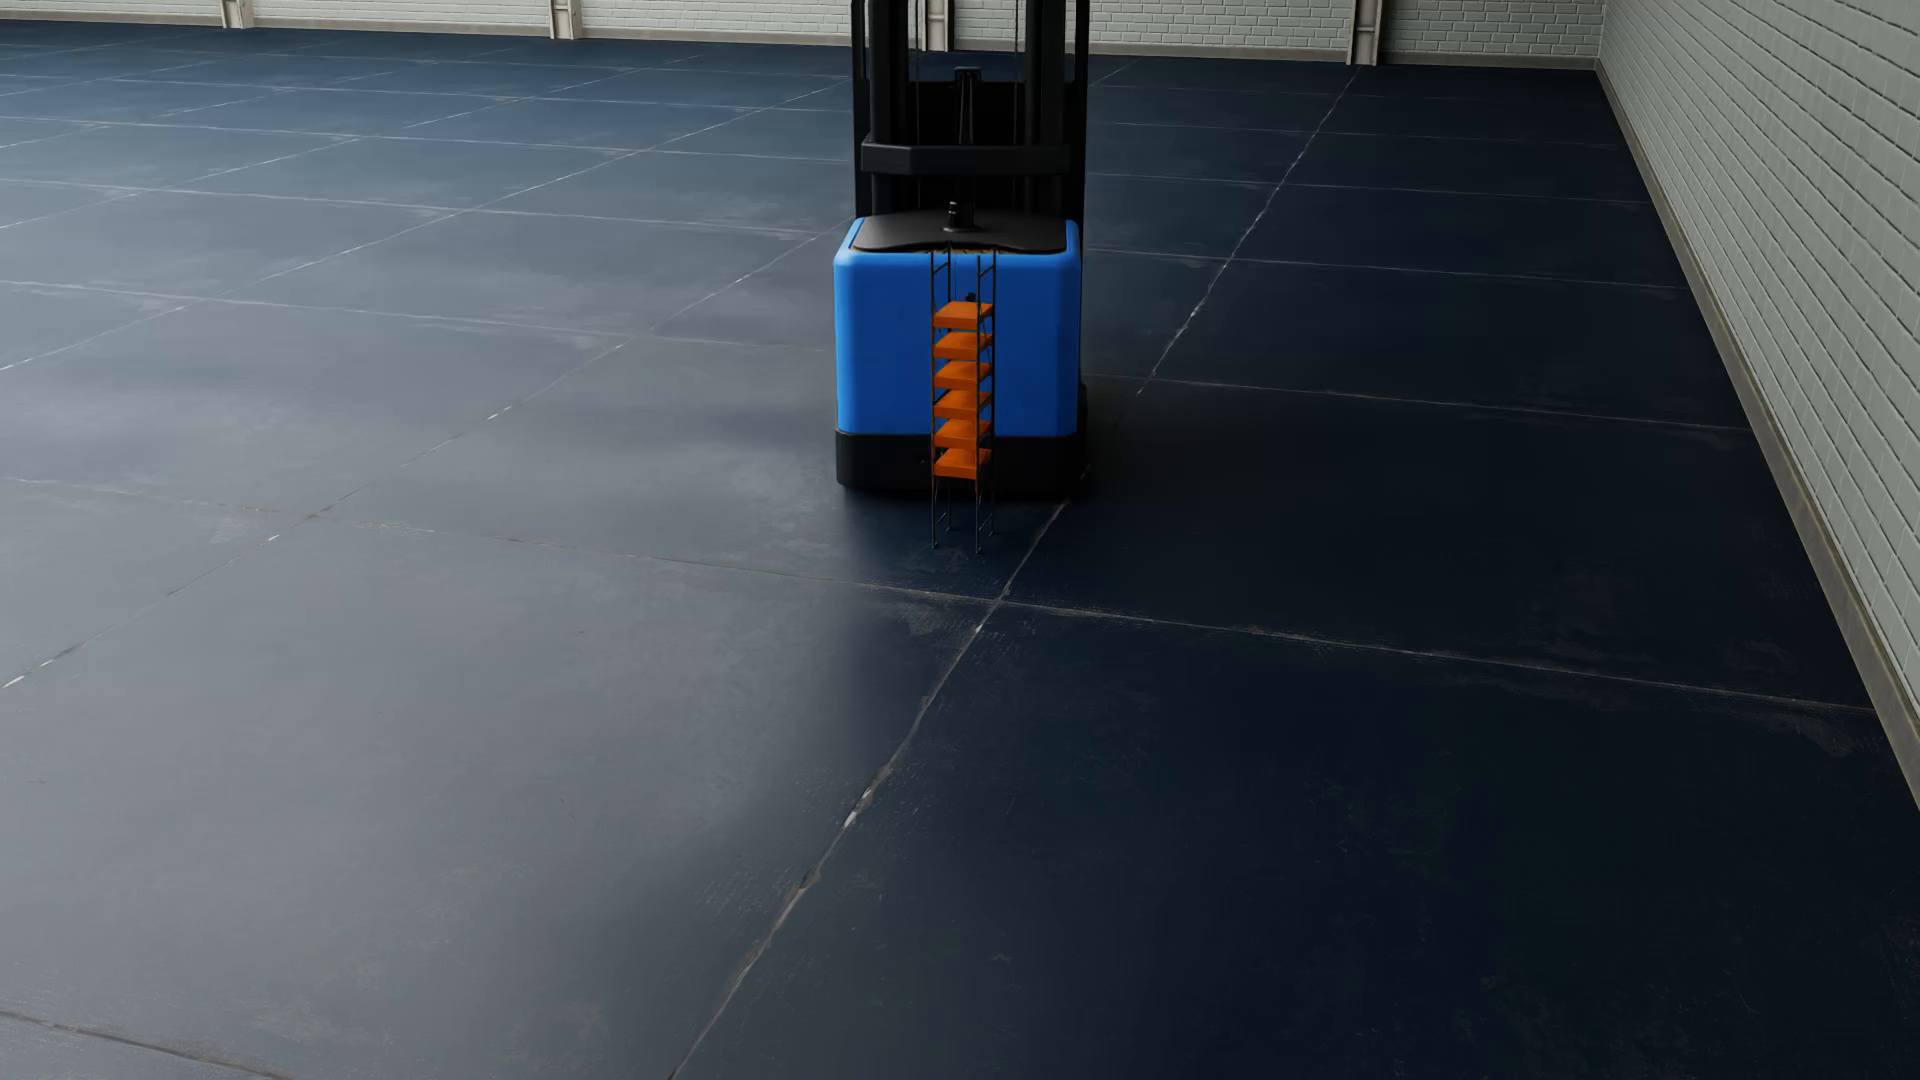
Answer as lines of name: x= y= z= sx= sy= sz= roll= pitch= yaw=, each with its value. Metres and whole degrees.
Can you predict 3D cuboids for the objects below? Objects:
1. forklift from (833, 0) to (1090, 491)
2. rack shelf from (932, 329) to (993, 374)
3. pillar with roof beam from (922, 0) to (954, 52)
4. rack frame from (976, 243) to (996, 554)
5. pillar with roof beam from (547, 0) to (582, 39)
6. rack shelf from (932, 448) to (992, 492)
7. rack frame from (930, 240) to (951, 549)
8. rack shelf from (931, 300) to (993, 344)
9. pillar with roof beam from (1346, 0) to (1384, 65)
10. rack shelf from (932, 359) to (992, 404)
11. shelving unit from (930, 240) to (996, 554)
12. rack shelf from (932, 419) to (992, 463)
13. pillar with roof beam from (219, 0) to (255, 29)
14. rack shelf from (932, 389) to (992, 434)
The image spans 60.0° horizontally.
forklift: x=0.060 y=-2.079 z=7.976 sx=1.130 sy=2.935 sz=3.031 roll=1 pitch=22 yaw=3
rack shelf: x=0.014 y=-0.734 z=6.464 sx=0.180 sy=0.103 sz=0.258 roll=7 pitch=23 yaw=16
pillar with roof beam: x=-1.559 y=-9.683 z=18.520 sx=0.400 sy=9.000 sz=9.100 roll=7 pitch=23 yaw=16
rack frame: x=0.101 y=-0.543 z=6.514 sx=0.006 sy=1.200 sz=0.240 roll=7 pitch=23 yaw=16
pillar with roof beam: x=-7.303 y=-10.341 z=20.123 sx=0.400 sy=9.000 sz=9.100 roll=7 pitch=23 yaw=16
rack shelf: x=0.014 y=-0.290 z=6.646 sx=0.180 sy=0.103 sz=0.258 roll=7 pitch=23 yaw=16
rack frame: x=-0.074 y=-0.564 z=6.563 sx=0.006 sy=1.200 sz=0.240 roll=7 pitch=23 yaw=16
rack shelf: x=0.014 y=-0.845 z=6.419 sx=0.180 sy=0.103 sz=0.258 roll=7 pitch=23 yaw=16
pillar with roof beam: x=4.186 y=-9.026 z=16.916 sx=0.400 sy=9.000 sz=9.100 roll=7 pitch=23 yaw=16
rack shelf: x=0.014 y=-0.623 z=6.510 sx=0.180 sy=0.103 sz=0.258 roll=7 pitch=23 yaw=16
shelving unit: x=0.014 y=-0.554 z=6.538 sx=0.189 sy=1.200 sz=0.258 roll=7 pitch=23 yaw=16
rack shelf: x=0.014 y=-0.401 z=6.601 sx=0.180 sy=0.103 sz=0.258 roll=7 pitch=23 yaw=16
pillar with roof beam: x=-13.047 y=-10.999 z=21.727 sx=0.400 sy=9.000 sz=9.100 roll=7 pitch=23 yaw=16
rack shelf: x=0.014 y=-0.512 z=6.555 sx=0.180 sy=0.103 sz=0.258 roll=7 pitch=23 yaw=16
